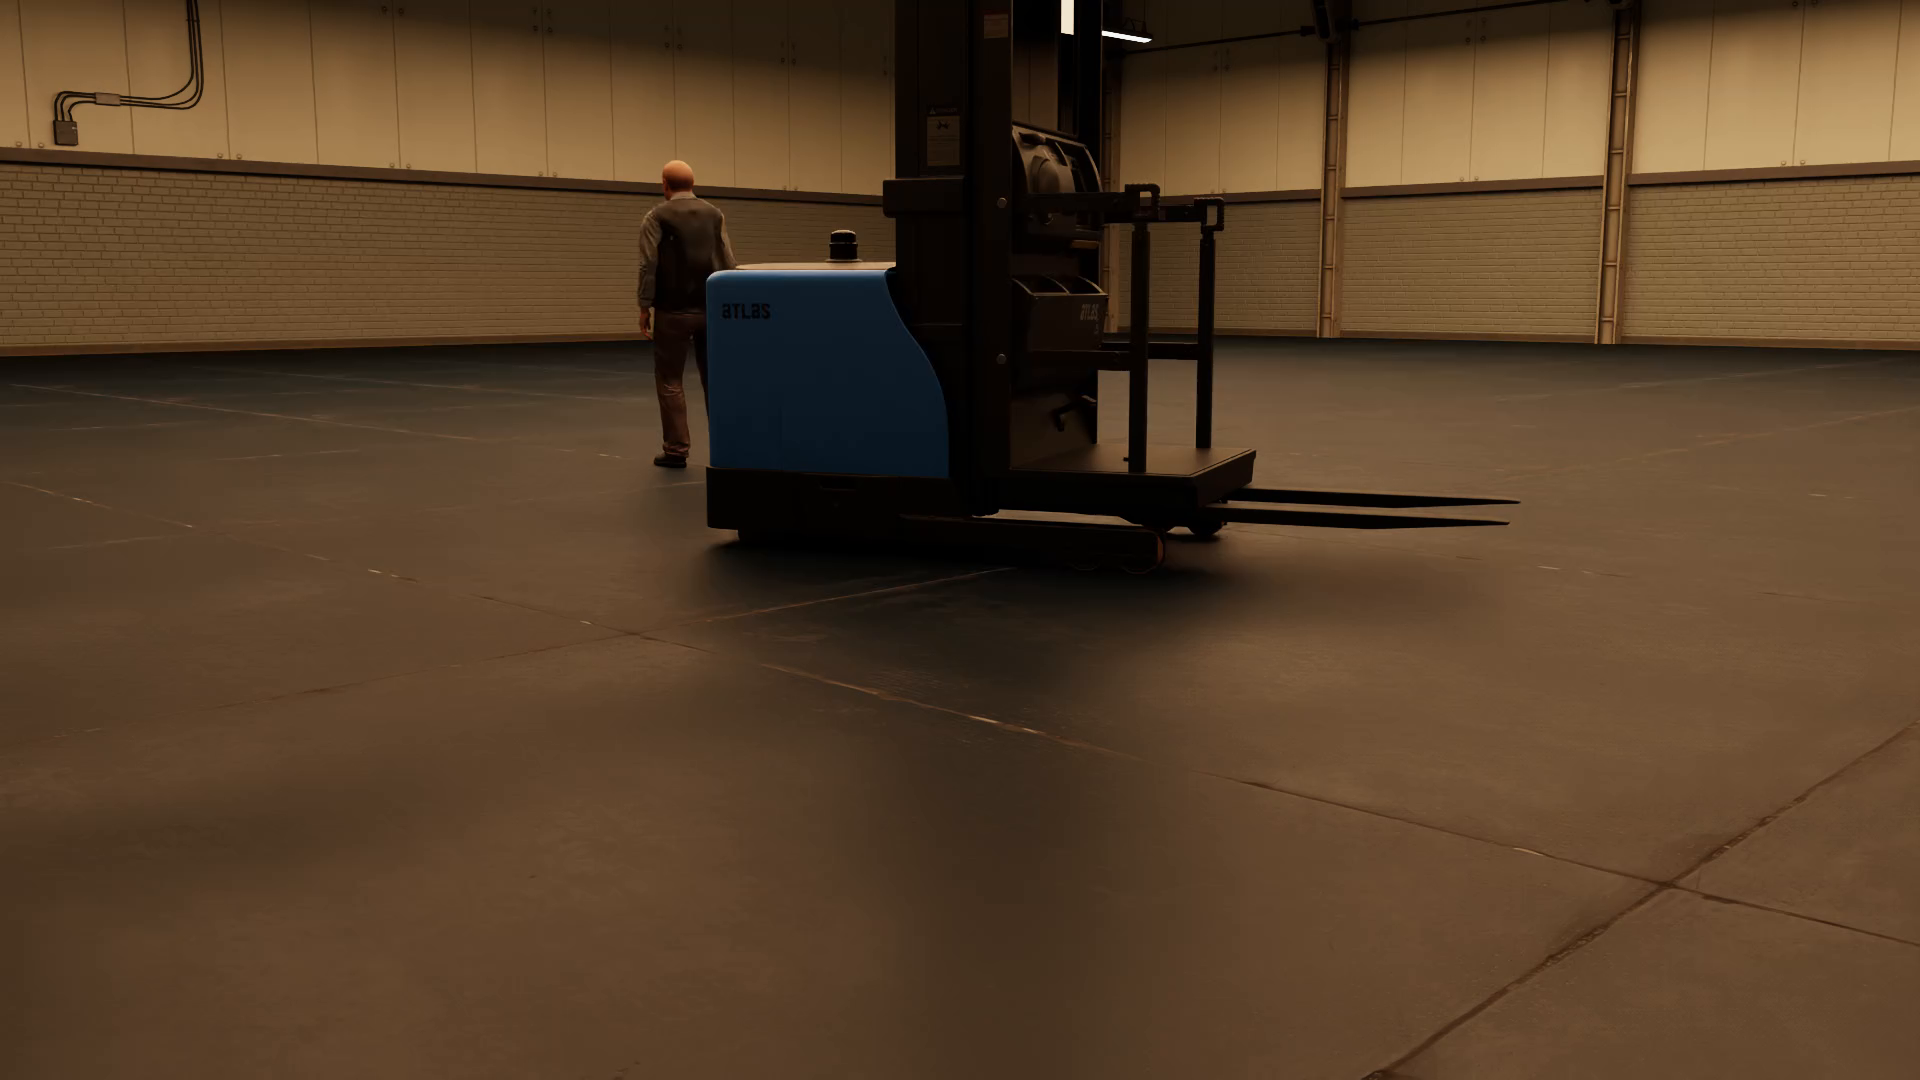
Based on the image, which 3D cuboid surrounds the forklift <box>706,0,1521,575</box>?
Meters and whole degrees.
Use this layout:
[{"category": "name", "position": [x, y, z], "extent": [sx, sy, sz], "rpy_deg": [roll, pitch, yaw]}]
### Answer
[{"category": "forklift", "position": [0.565, -1.416, 6.275], "extent": [3.031, 2.935, 1.130], "rpy_deg": [3, 9, 22]}]

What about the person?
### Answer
[{"category": "person", "position": [-1.536, -1.277, 9.430], "extent": [0.594, 1.719, 0.424], "rpy_deg": [-5, 10, -29]}]
